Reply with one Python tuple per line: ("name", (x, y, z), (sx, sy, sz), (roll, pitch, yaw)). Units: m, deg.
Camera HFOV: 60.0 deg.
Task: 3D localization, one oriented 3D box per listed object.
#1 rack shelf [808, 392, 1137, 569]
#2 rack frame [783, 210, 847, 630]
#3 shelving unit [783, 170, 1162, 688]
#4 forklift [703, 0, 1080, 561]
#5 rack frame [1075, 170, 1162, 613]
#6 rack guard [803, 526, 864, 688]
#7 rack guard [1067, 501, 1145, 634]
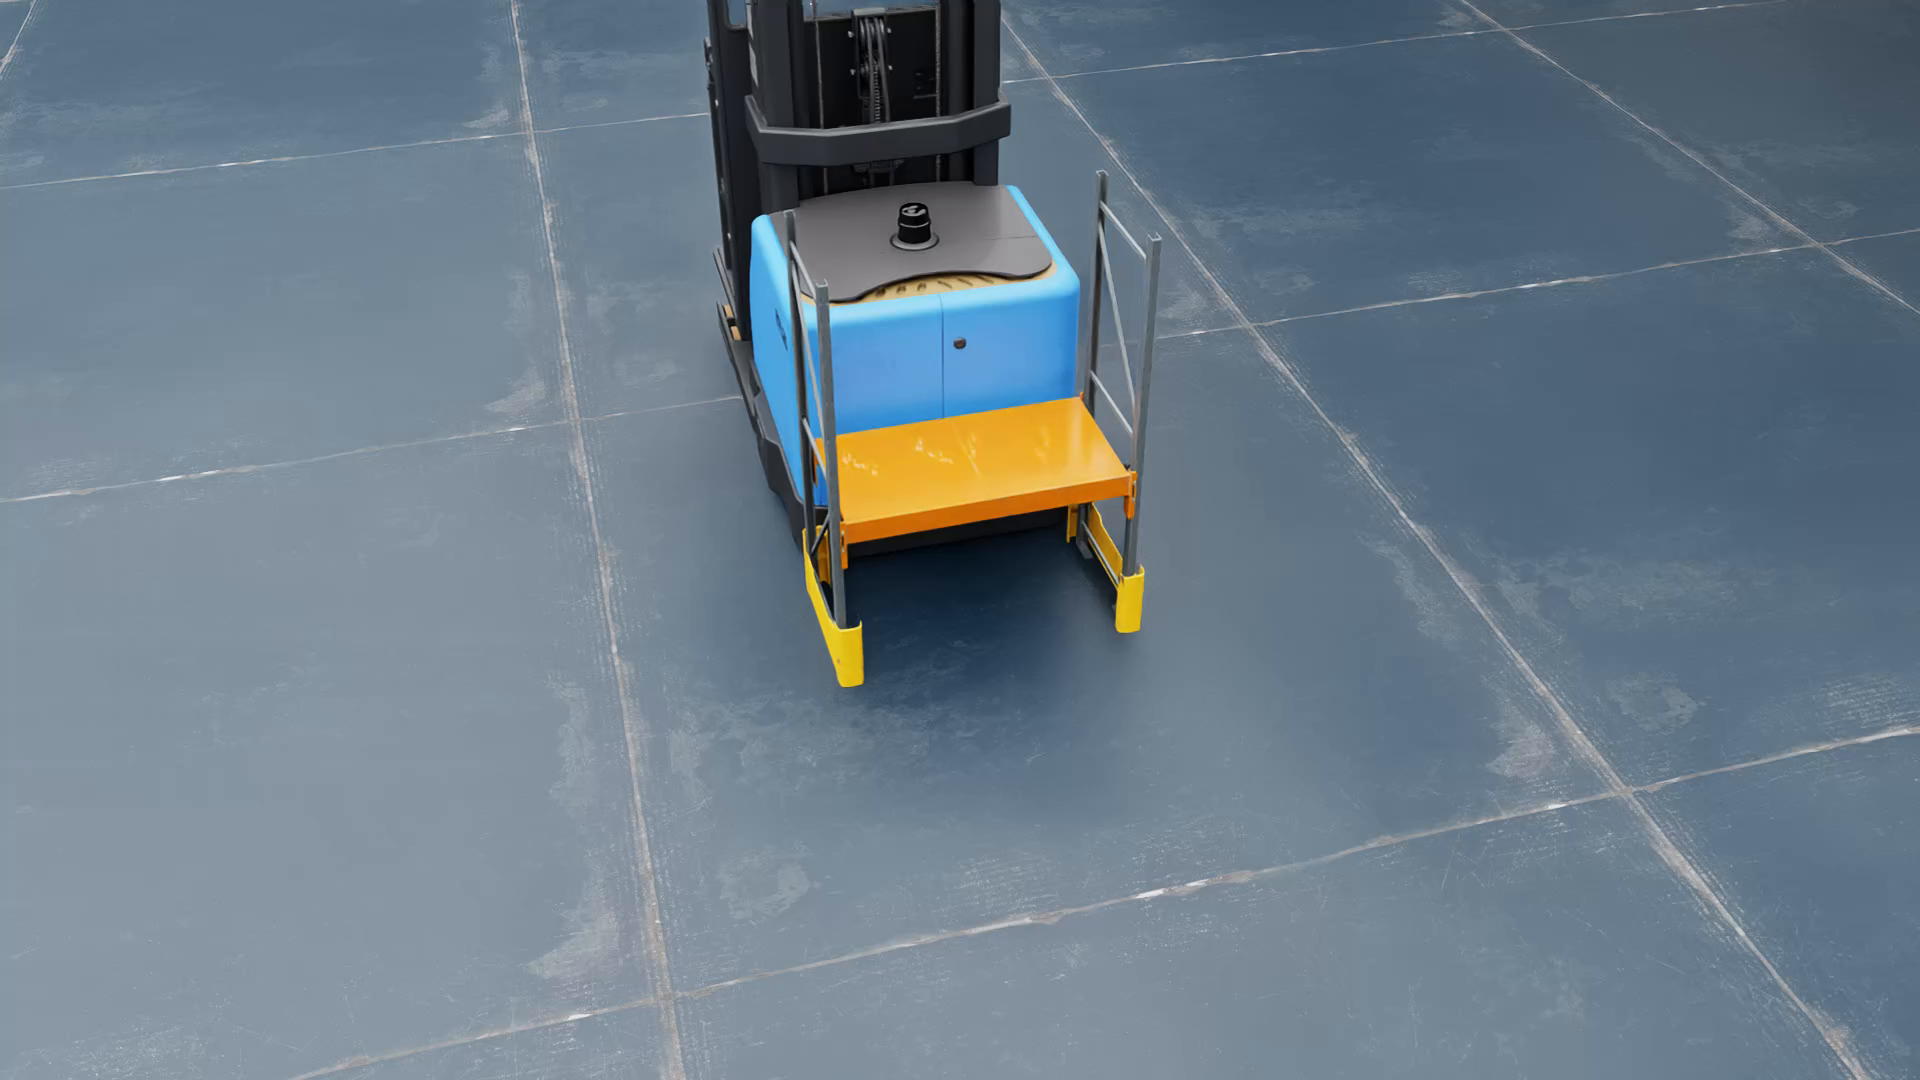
("rack shelf", (0.030, -0.213, 5.590), (1.000, 0.185, 0.538), (-10, 39, -13))
("rack frame", (-0.459, -0.270, 5.368), (0.032, 1.500, 0.500), (-10, 39, -13))
("shelving unit", (0.038, -0.358, 5.483), (1.083, 1.500, 0.587), (-10, 39, -13))
("forklift", (-0.449, -1.985, 6.432), (1.130, 2.935, 3.031), (-9, 38, -12))
("rack frame", (0.518, -0.442, 5.594), (0.032, 1.500, 0.500), (-10, 39, -13))
("rack guard", (-0.440, 0.223, 5.752), (0.087, 0.250, 0.587), (-10, 39, -13))
("rack guard", (0.516, 0.054, 5.973), (0.087, 0.250, 0.587), (-10, 39, -13))
